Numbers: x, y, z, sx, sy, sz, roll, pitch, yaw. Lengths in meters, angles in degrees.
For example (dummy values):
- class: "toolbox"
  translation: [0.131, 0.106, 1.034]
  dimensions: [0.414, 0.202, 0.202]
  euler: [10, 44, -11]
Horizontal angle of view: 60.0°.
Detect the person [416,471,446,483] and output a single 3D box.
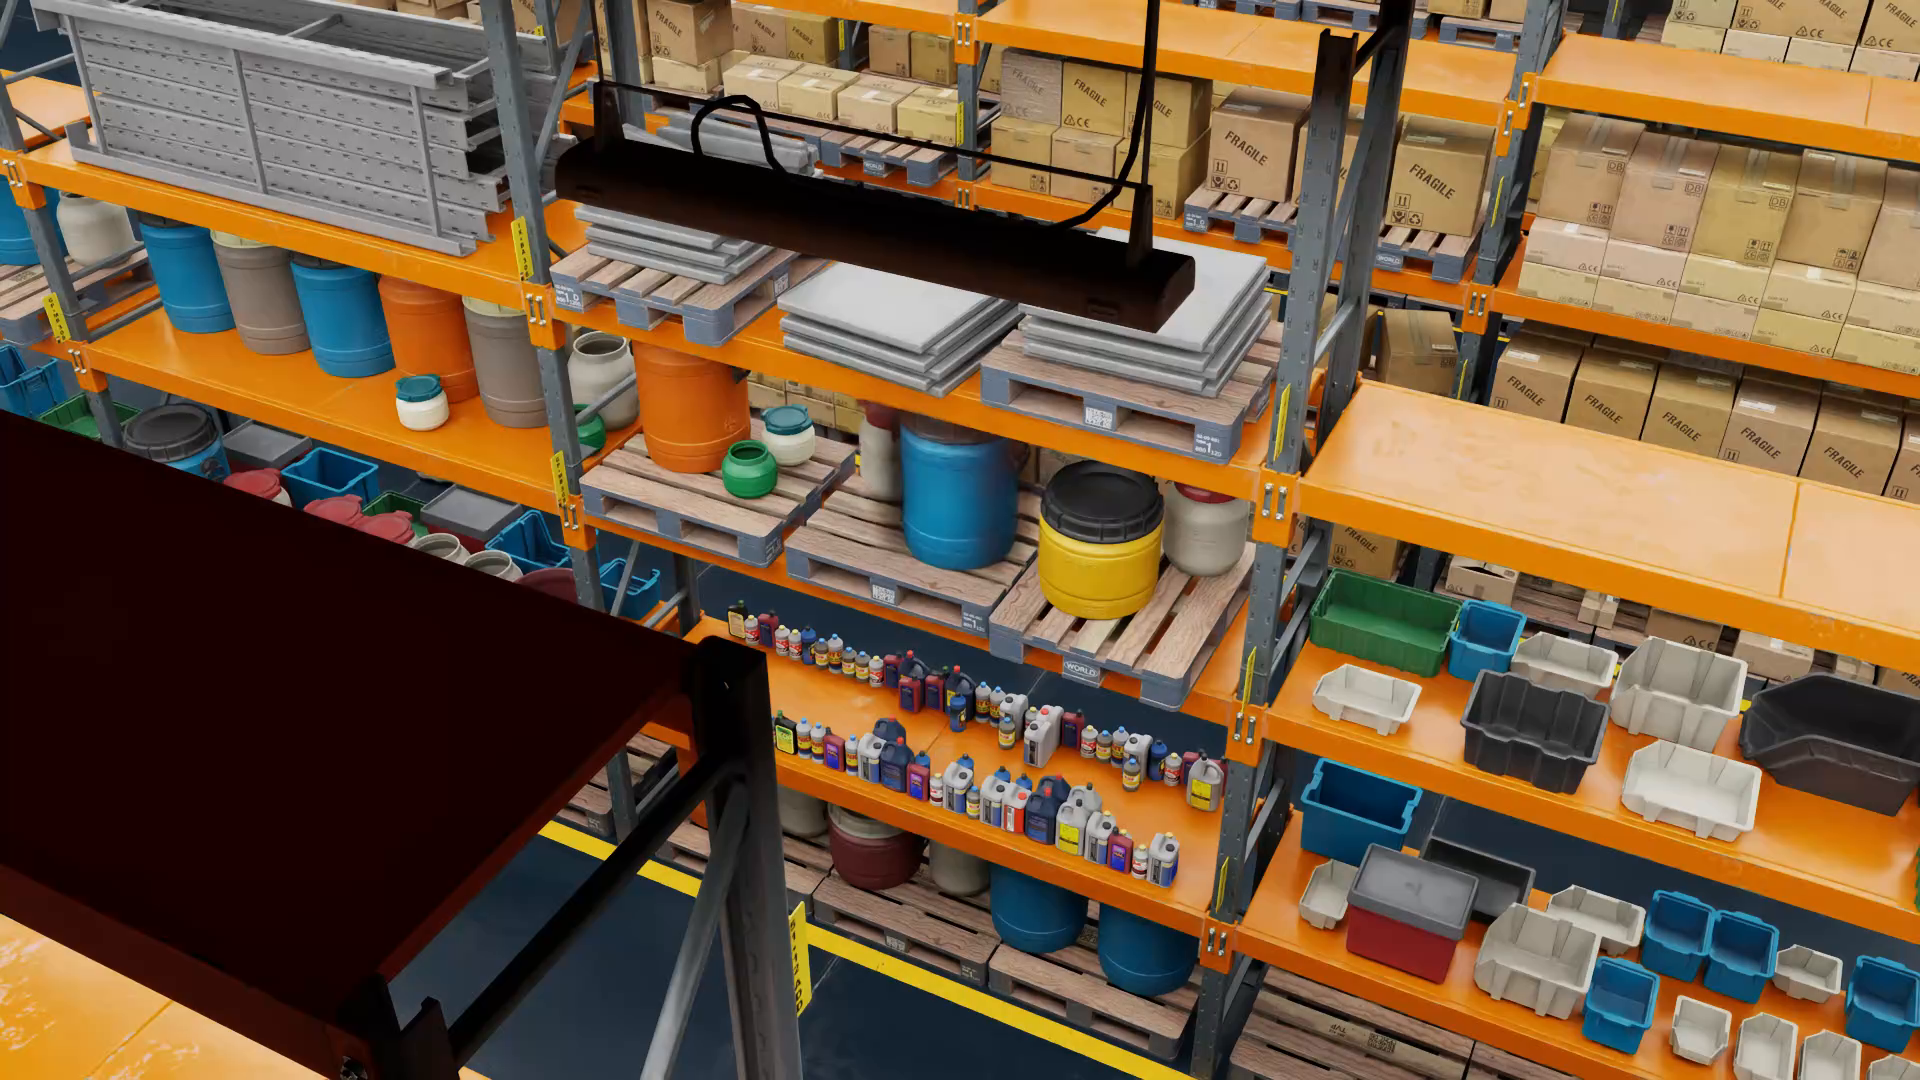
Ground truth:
- class: "person"
  translation: [-4.346, -1.117, 13.926]
  dimensions: [0.960, 1.715, 0.609]
  euler: [6, 35, 8]
